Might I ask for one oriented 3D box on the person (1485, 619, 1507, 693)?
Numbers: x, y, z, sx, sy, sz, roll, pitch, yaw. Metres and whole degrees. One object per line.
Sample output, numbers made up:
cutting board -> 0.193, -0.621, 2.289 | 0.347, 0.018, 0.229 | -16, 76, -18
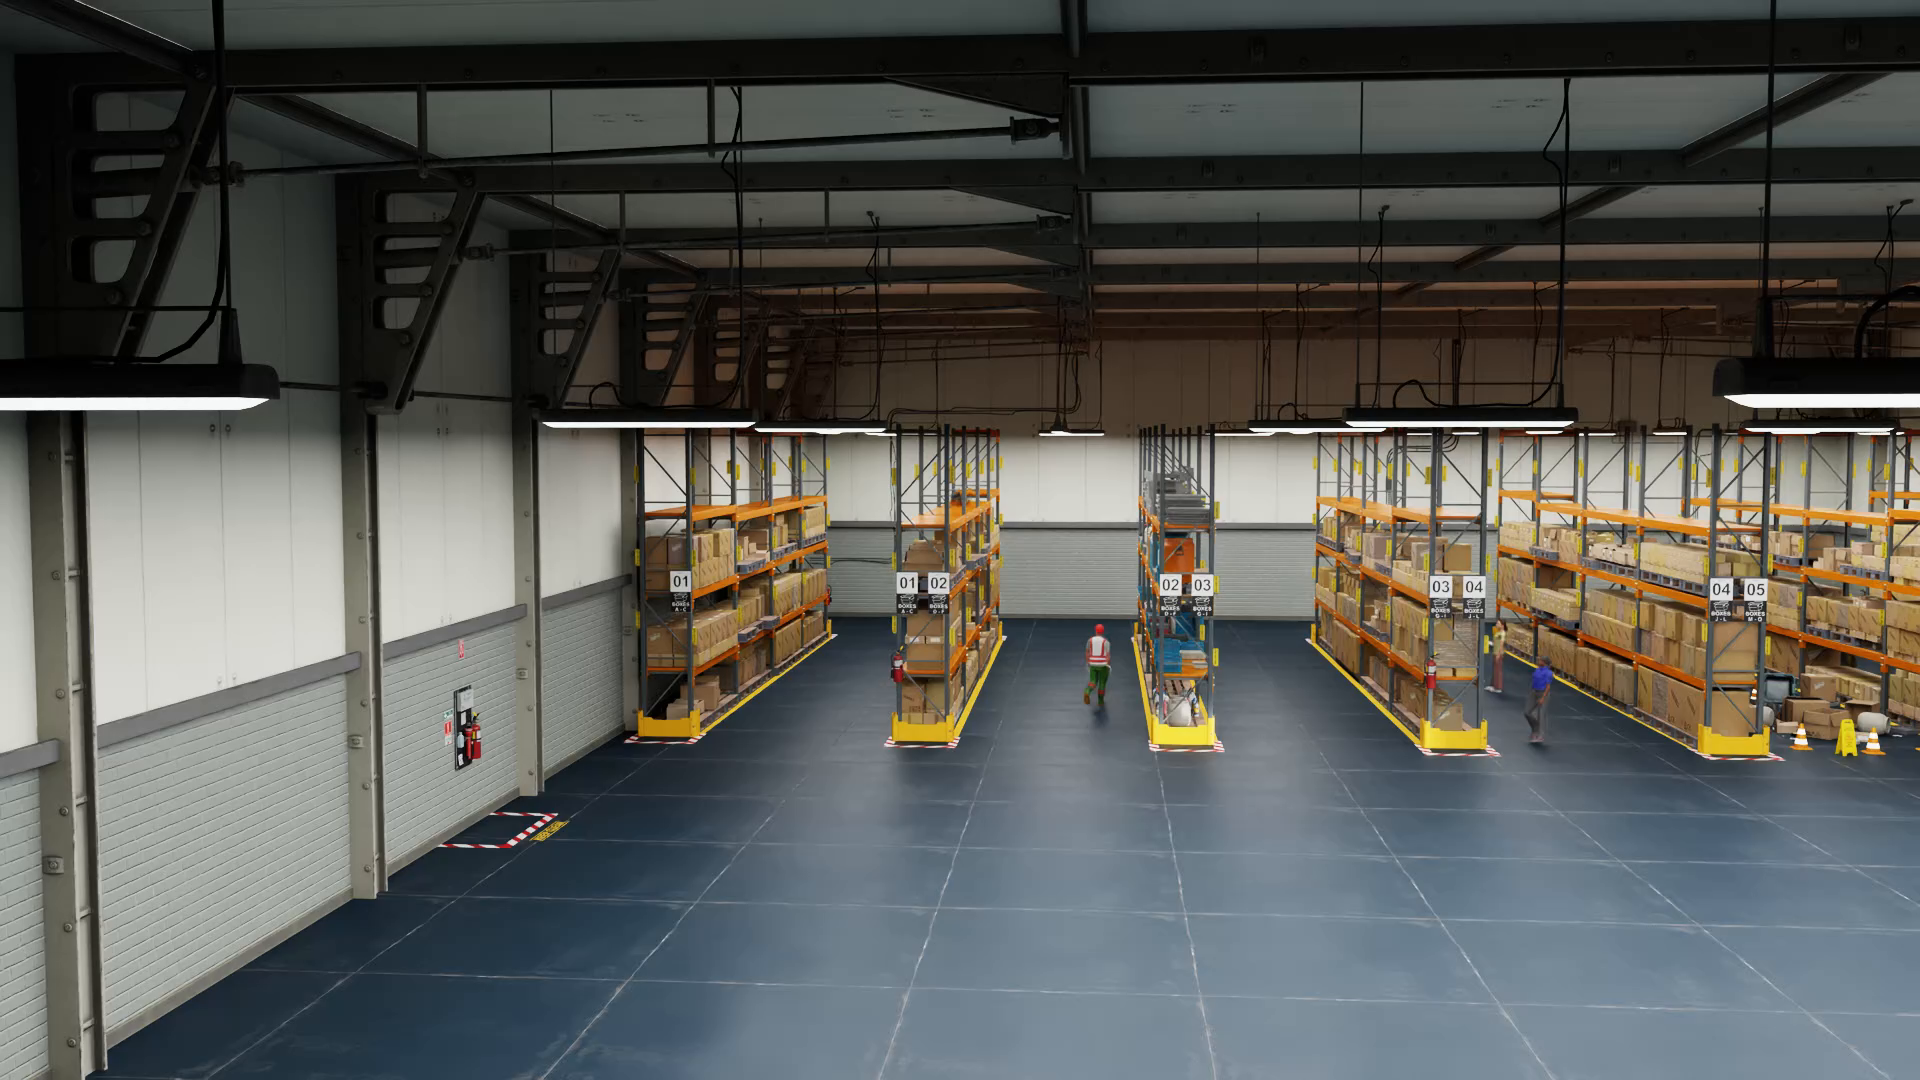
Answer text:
person -> 12.112, 2.600, 37.597 | 0.503, 1.668, 0.512 | 1, 4, 22

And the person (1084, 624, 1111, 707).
person -> 2.924, 2.672, 35.407 | 0.559, 1.773, 0.724 | 3, 4, 38

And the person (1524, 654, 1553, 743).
person -> 10.930, 2.989, 31.458 | 0.475, 1.676, 0.532 | -2, 4, -30

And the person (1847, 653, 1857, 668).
person -> 21.488, 2.401, 40.209 | 0.503, 1.785, 0.637 | 3, 4, 37
